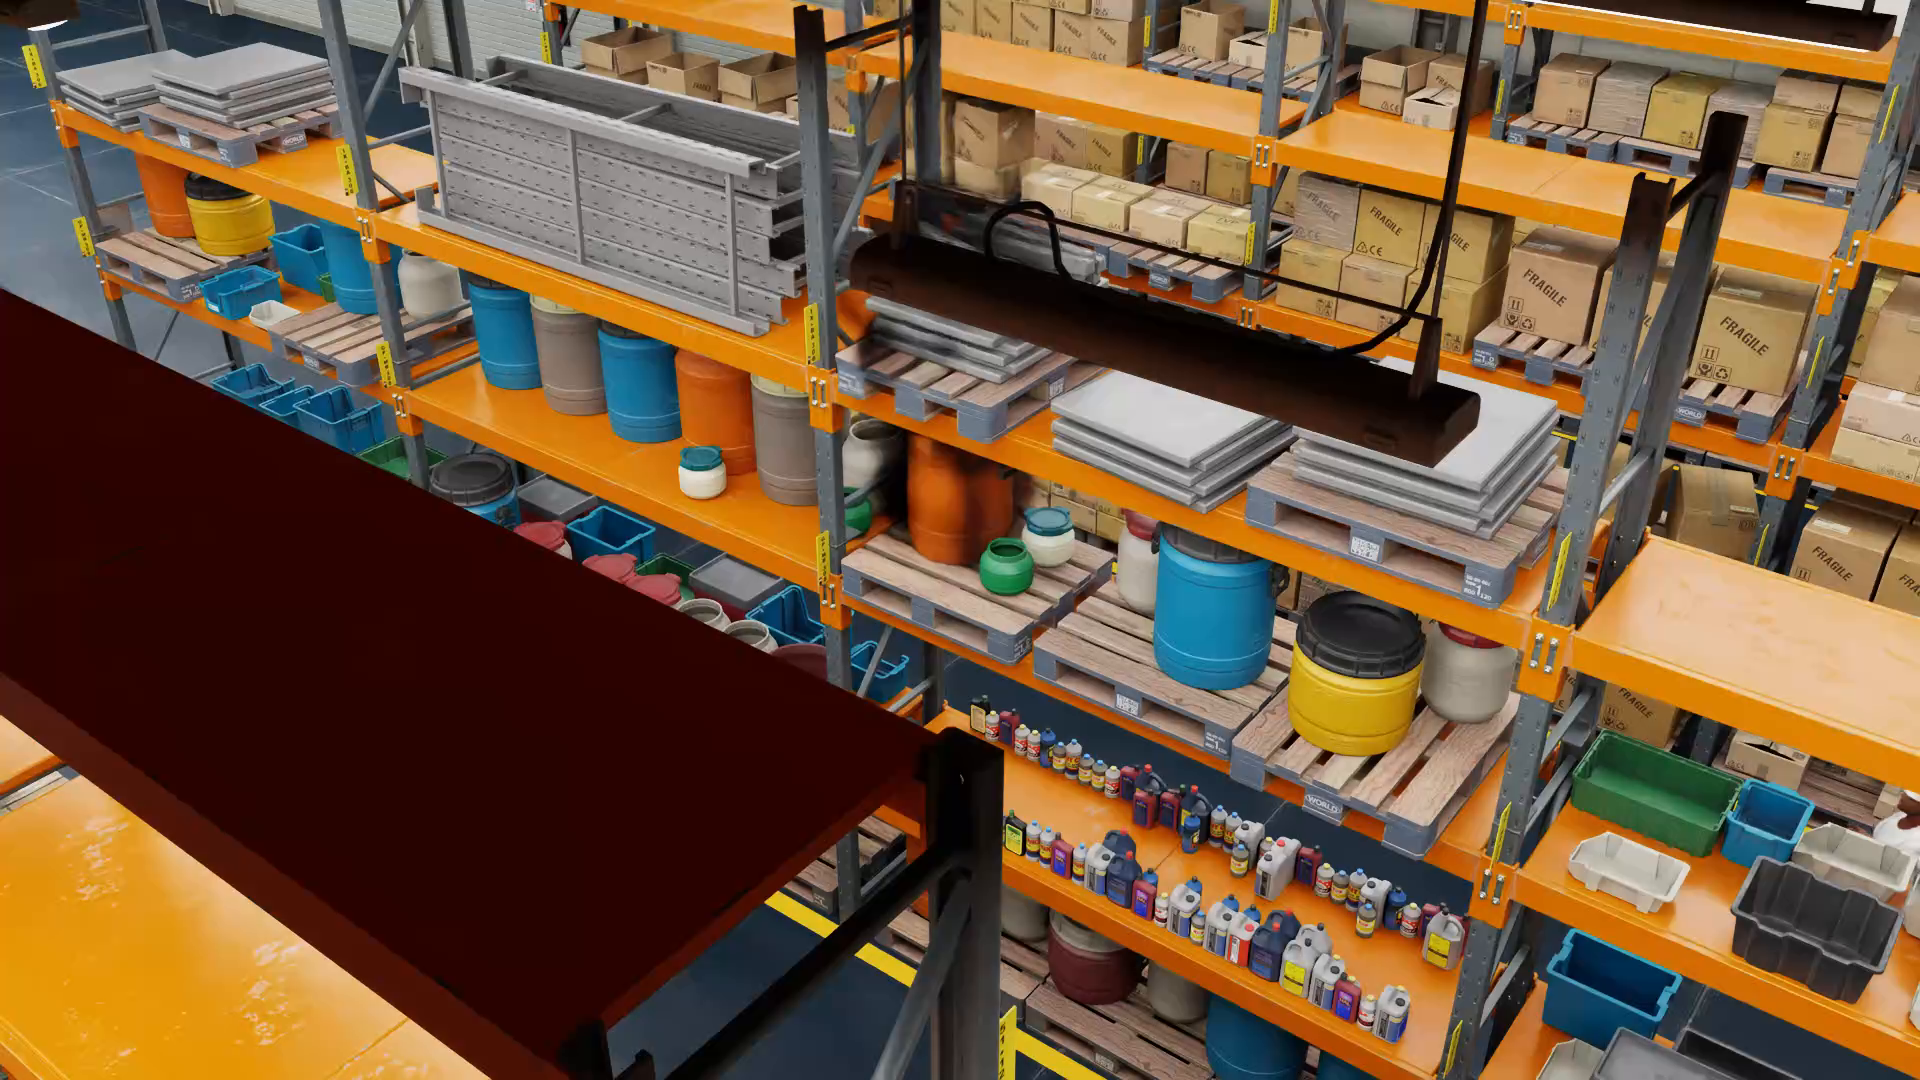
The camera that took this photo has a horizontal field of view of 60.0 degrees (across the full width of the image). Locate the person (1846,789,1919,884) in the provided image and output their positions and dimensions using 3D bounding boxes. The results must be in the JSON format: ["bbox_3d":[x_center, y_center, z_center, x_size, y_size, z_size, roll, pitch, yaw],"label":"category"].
[{"bbox_3d":[5.581,2.119,10.138,0.581,1.721,0.688,16,35,24],"label":"person"}]
